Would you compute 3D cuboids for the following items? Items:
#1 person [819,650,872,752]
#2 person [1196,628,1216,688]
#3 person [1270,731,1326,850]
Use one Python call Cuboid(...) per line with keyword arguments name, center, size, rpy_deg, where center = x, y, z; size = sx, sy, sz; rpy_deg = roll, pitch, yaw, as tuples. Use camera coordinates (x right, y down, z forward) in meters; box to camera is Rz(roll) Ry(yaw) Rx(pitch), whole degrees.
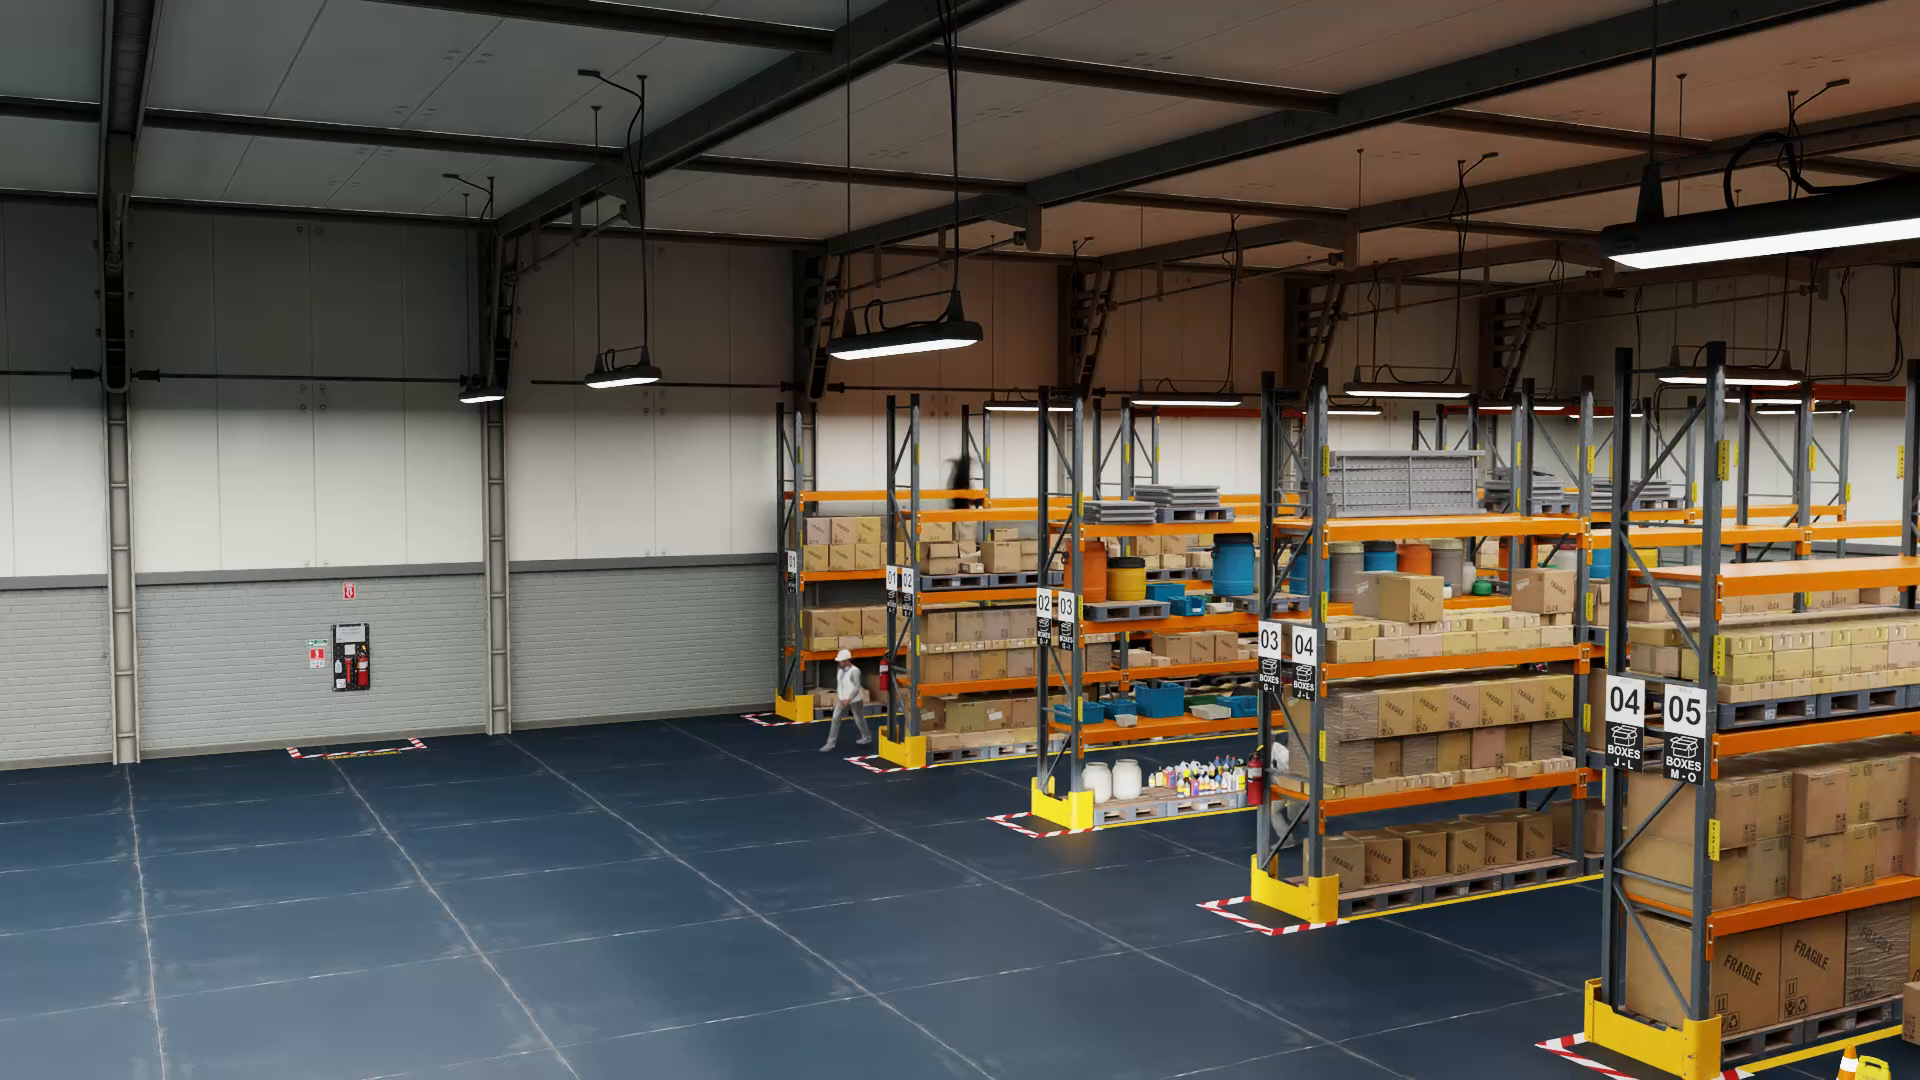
Cuboid(name="person", center=(-1.871, 2.700, 28.284), size=(0.594, 1.719, 1.017), rpy_deg=(2, 4, 33))
Cuboid(name="person", center=(4.809, 2.521, 32.413), size=(0.823, 1.611, 0.525), rpy_deg=(-1, 4, -24))
Cuboid(name="person", center=(4.272, 3.185, 21.322), size=(1.067, 1.573, 0.659), rpy_deg=(-2, 4, -26))
